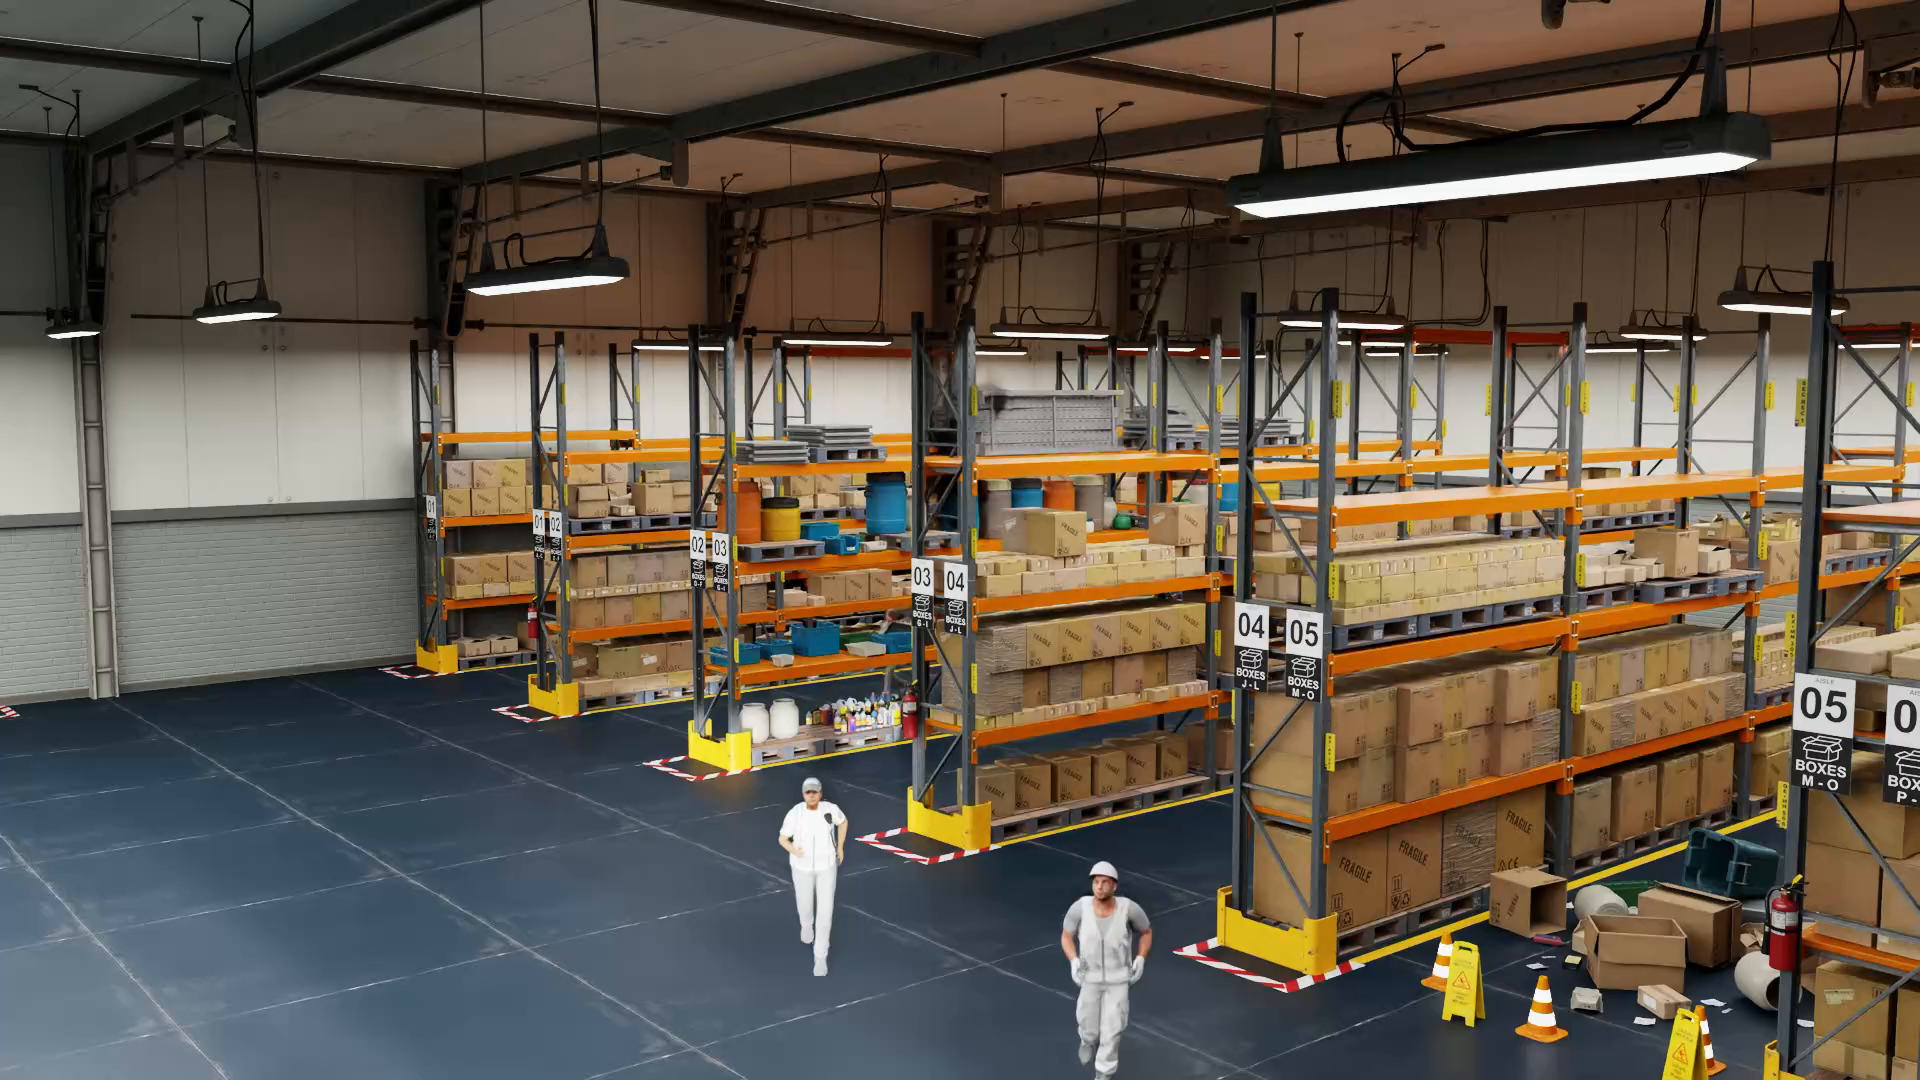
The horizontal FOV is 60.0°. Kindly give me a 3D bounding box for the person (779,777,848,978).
[{"bbox_3d":[-1.315,2.959,14.940,0.616,1.687,0.925,0,5,-4],"label":"person"}]

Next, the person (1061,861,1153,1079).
[{"bbox_3d":[1.062,3.183,12.078,0.661,1.772,0.791,1,5,9],"label":"person"}]

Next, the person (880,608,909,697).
[{"bbox_3d":[-1.093,1.886,26.764,0.540,1.593,0.872,4,7,38],"label":"person"}]
